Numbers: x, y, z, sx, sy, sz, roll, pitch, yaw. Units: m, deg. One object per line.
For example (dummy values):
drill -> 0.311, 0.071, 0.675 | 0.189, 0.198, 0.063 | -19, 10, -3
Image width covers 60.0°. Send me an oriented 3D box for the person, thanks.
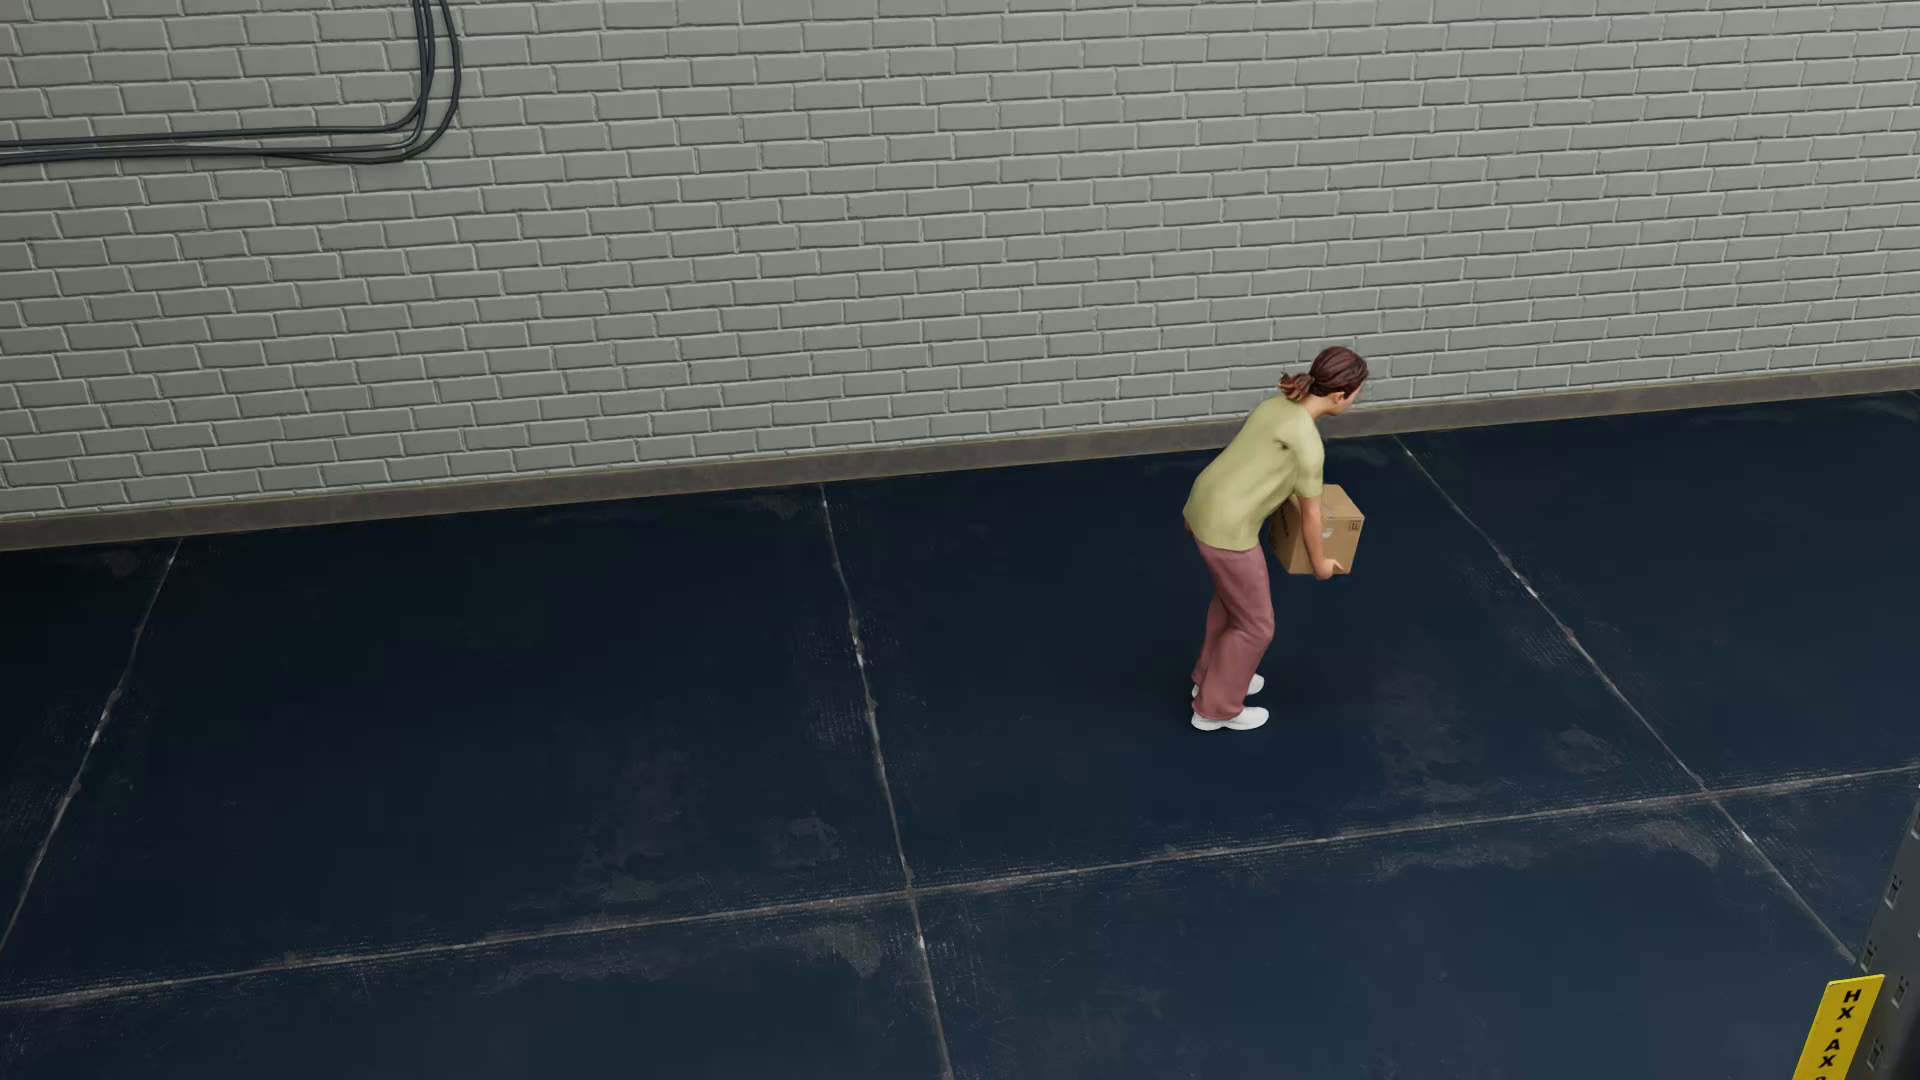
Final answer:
person -> 1.158, -0.002, 6.281 | 0.633, 1.533, 0.411 | -6, 31, -10
